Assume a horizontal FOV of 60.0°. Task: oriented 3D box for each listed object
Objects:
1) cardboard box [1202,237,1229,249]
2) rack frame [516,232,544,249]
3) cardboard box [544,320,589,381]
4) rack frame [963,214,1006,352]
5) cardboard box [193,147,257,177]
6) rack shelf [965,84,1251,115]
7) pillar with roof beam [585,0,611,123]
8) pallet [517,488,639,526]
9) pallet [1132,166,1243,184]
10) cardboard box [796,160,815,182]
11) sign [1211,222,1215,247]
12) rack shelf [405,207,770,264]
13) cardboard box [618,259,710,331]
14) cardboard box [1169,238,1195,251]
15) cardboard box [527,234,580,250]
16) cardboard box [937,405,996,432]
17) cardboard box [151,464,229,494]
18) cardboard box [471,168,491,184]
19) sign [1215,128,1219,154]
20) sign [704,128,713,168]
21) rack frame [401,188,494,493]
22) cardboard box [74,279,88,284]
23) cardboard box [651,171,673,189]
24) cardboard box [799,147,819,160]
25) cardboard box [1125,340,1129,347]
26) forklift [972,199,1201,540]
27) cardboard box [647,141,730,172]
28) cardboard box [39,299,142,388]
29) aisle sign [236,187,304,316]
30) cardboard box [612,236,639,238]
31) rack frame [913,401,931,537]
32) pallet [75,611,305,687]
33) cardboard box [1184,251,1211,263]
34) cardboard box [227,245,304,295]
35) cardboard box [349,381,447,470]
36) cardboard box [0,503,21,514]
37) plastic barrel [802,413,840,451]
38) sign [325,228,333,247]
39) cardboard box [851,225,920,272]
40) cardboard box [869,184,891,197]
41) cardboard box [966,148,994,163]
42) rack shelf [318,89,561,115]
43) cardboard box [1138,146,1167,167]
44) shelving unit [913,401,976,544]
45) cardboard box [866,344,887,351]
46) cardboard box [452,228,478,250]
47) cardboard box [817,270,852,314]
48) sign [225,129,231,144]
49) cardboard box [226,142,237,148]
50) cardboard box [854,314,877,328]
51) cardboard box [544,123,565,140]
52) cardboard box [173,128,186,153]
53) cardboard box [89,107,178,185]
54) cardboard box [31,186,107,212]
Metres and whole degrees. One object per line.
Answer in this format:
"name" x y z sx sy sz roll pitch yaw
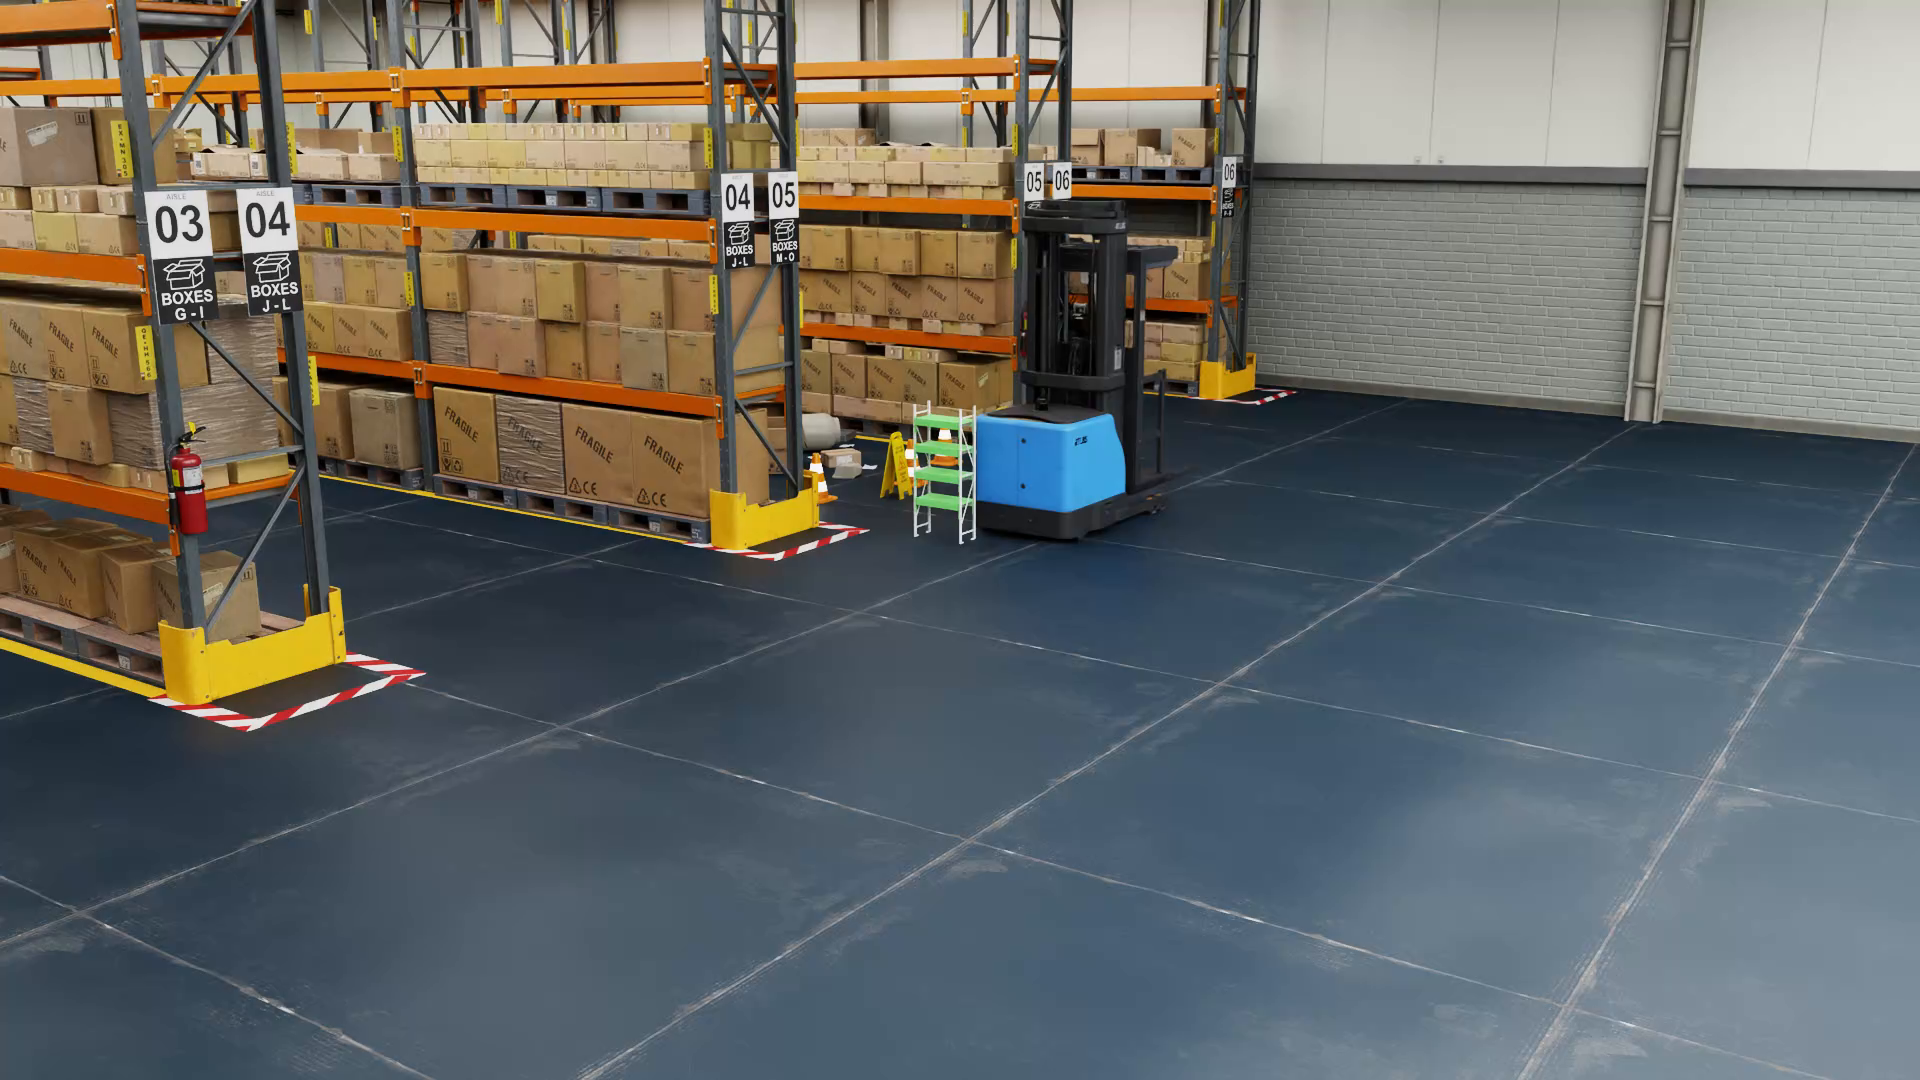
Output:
"cardboard box" 3.523 -4.089 22.922 0.250 0.149 0.380 9 16 32
"rack frame" -5.723 -3.576 23.028 0.127 3.000 1.000 9 17 33
"cardboard box" -3.423 -1.849 15.737 0.500 0.550 0.875 9 17 33
"rack frame" 0.363 -4.030 24.861 0.127 3.000 1.000 9 17 33
"cardboard box" -7.924 -4.100 18.005 0.500 0.311 0.500 9 17 33
"rack shelf" 2.023 -6.131 23.191 4.000 0.370 1.077 9 17 33
"pillar with roof beam" -8.752 -7.430 26.110 0.400 9.000 9.100 9 17 33
"pallet" -3.479 -0.405 16.019 1.213 0.211 1.003 9 17 33
"pallet" 3.110 -5.007 22.748 1.213 0.211 1.003 9 17 33
"cardboard box" -1.758 -4.387 19.752 0.500 0.250 0.500 9 17 32
"sign" 3.368 -4.064 22.097 0.005 0.325 0.100 9 17 33
"rack shelf" -3.423 -2.878 15.462 4.000 0.370 1.077 9 17 33
"cardboard box" -2.558 -2.213 14.960 0.550 0.550 0.875 9 17 33
"cardboard box" 3.046 -4.034 22.701 0.250 0.149 0.380 9 17 33
"cardboard box" -5.479 -3.867 22.499 0.500 0.500 0.500 9 16 31
"cardboard box" 0.075 -1.431 19.208 0.500 0.250 0.500 9 17 33
"cardboard box" -4.967 -0.403 10.730 0.250 0.149 0.380 9 17 33
"cardboard box" -4.340 -3.408 15.544 0.250 0.149 0.380 9 16 32
"sign" 3.368 -5.235 21.807 0.005 0.325 0.100 9 17 33
"sign" -2.078 -3.244 13.765 0.005 0.325 0.100 9 17 33
"rack frame" -5.082 -2.039 16.819 0.127 3.000 1.000 9 17 33
"cardboard box" -10.136 -3.095 19.493 0.250 0.149 0.380 10 17 36
"cardboard box" -2.437 -3.100 14.304 0.250 0.149 0.380 9 17 33
"cardboard box" -1.675 -4.547 19.570 0.250 0.149 0.380 9 17 32
"cardboard box" 2.254 -2.743 23.469 0.500 0.250 0.500 9 16 32
"forklift" 1.349 -1.723 15.682 1.130 2.935 3.031 9 17 33
"cardboard box" -2.325 -3.293 14.252 0.500 0.250 0.500 9 17 34
"cardboard box" -5.628 -1.296 10.909 0.500 0.500 0.500 9 17 33
"aisle sign" -4.397 -1.841 10.607 0.004 0.787 0.394 9 17 33
"cardboard box" -4.336 -3.833 22.364 0.500 0.500 0.500 8 16 29
"rack frame" -0.340 -0.637 14.901 0.015 1.200 0.240 9 17 33
"pallet" -5.333 0.700 11.557 1.213 0.211 1.003 9 17 33
"cardboard box" 3.238 -3.848 22.566 0.250 0.149 0.380 9 17 34
"cardboard box" -7.614 -2.980 18.330 0.500 0.500 0.700 9 16 32
"cardboard box" -5.648 -1.216 17.303 0.750 0.750 1.050 9 17 33
"cardboard box" -7.625 0.007 12.880 0.500 0.500 0.500 9 16 31
"plastic barrel" -1.643 -1.228 18.903 0.512 0.421 0.421 -4 14 -16
"sign" -9.350 -4.461 24.633 0.005 0.325 0.100 9 17 33
"cardboard box" -0.863 -3.419 19.483 0.500 0.500 0.700 9 17 32
"cardboard box" -0.836 -4.027 19.128 0.250 0.149 0.380 9 16 32
"cardboard box" 0.277 -4.253 18.384 0.250 0.149 0.380 10 17 34
"rack shelf" -7.382 -6.213 23.525 4.000 0.370 1.077 9 17 33
"cardboard box" 2.615 -5.221 22.629 0.258 0.266 0.396 9 17 33
"shelving unit" -0.137 -0.605 14.769 0.503 1.200 0.258 9 17 33
"cardboard box" -0.916 -2.111 20.397 0.500 0.500 0.500 10 17 36
"cardboard box" -6.728 -4.195 23.236 0.500 0.500 0.500 10 17 34
"cardboard box" -1.355 -2.986 19.815 0.500 0.500 0.500 9 17 32
"sign" -12.047 -6.603 27.334 0.005 0.325 0.100 9 17 33
"cardboard box" -11.147 -6.104 26.098 0.500 0.311 0.500 10 17 34
"cardboard box" -1.040 -2.610 19.648 0.250 0.149 0.380 9 17 33
"cardboard box" -3.498 -3.659 14.899 0.250 0.149 0.380 9 17 33
"cardboard box" -8.882 -4.454 18.532 0.258 0.266 0.396 9 17 33
"cardboard box" -5.697 -2.672 11.265 0.500 0.500 0.500 9 17 33
"cardboard box" -5.680 -2.181 10.633 0.250 0.149 0.380 9 17 33
